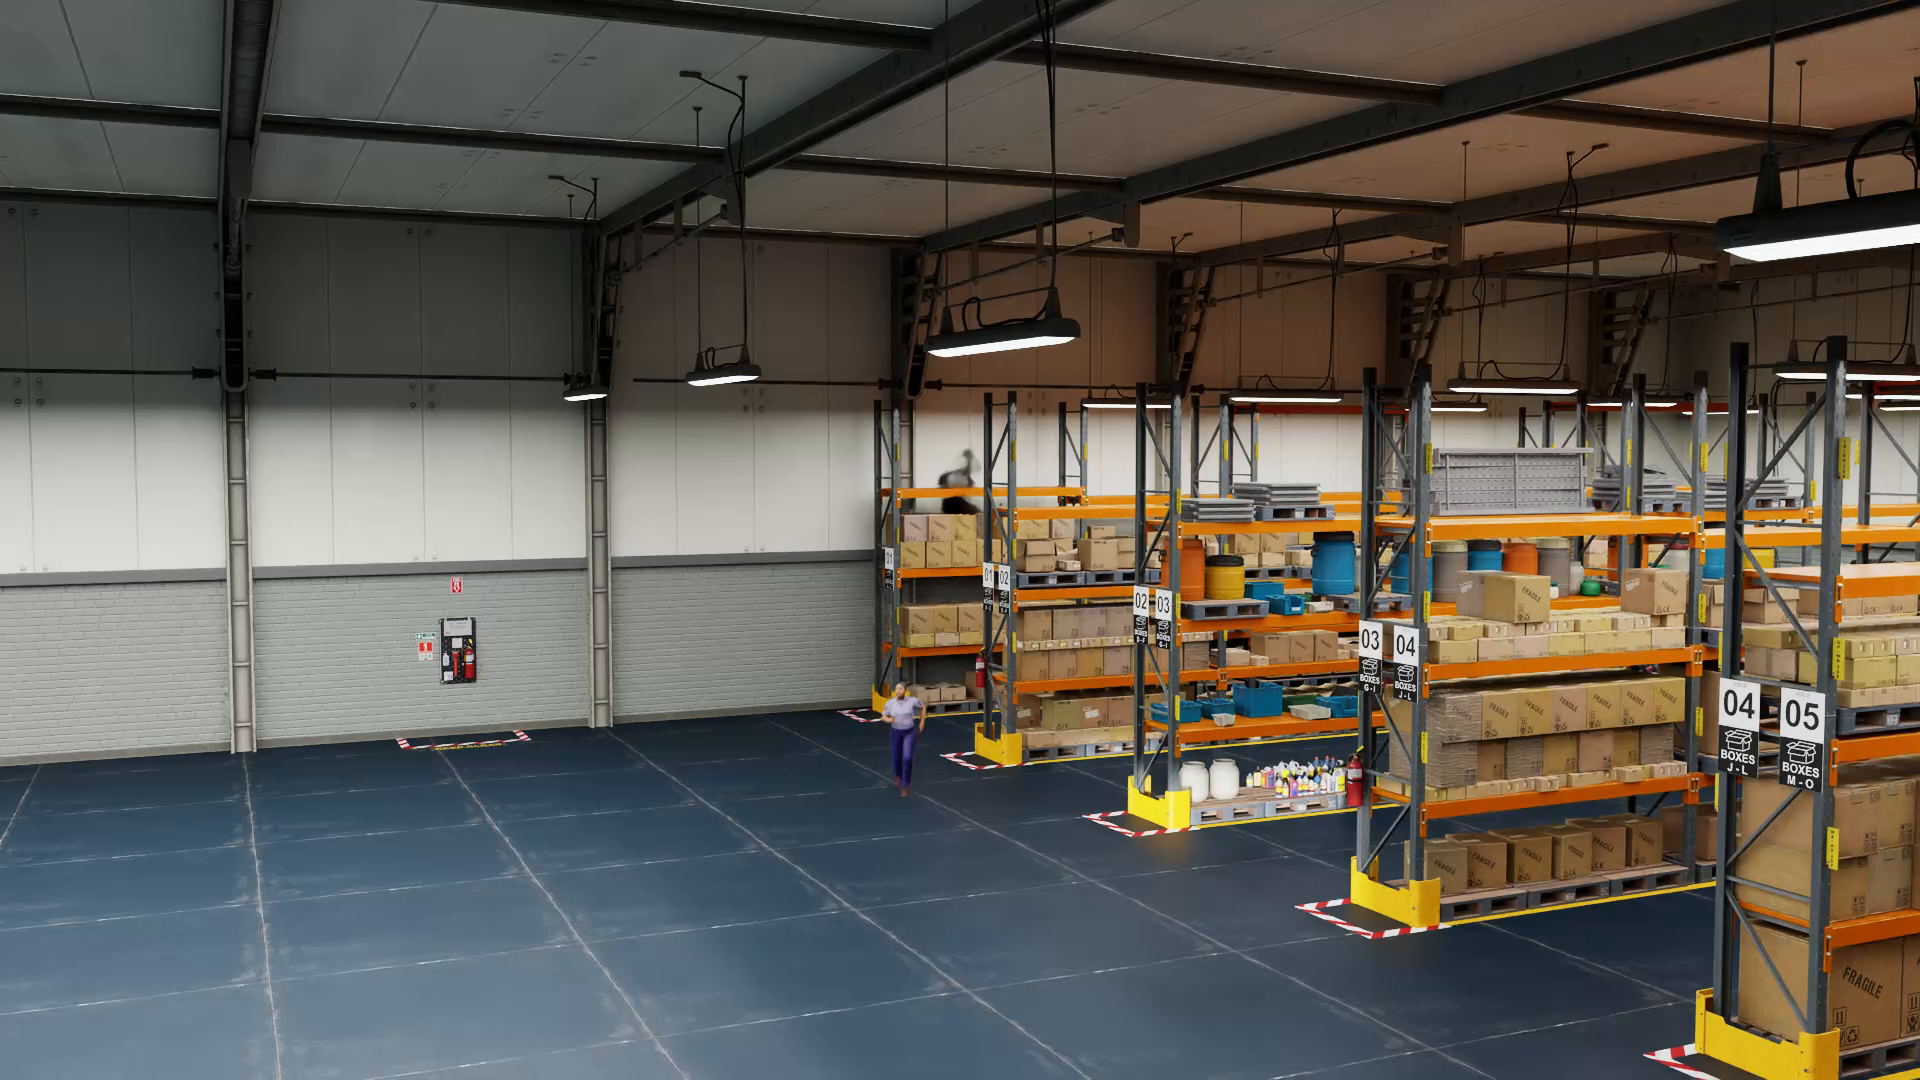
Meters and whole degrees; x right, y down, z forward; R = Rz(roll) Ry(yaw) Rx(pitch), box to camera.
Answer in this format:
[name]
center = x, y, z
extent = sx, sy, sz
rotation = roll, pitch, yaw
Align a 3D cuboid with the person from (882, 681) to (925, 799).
[person]
center = -0.833, 2.922, 24.569
extent = 0.611, 1.697, 0.882
rotation = 0, 3, 8
